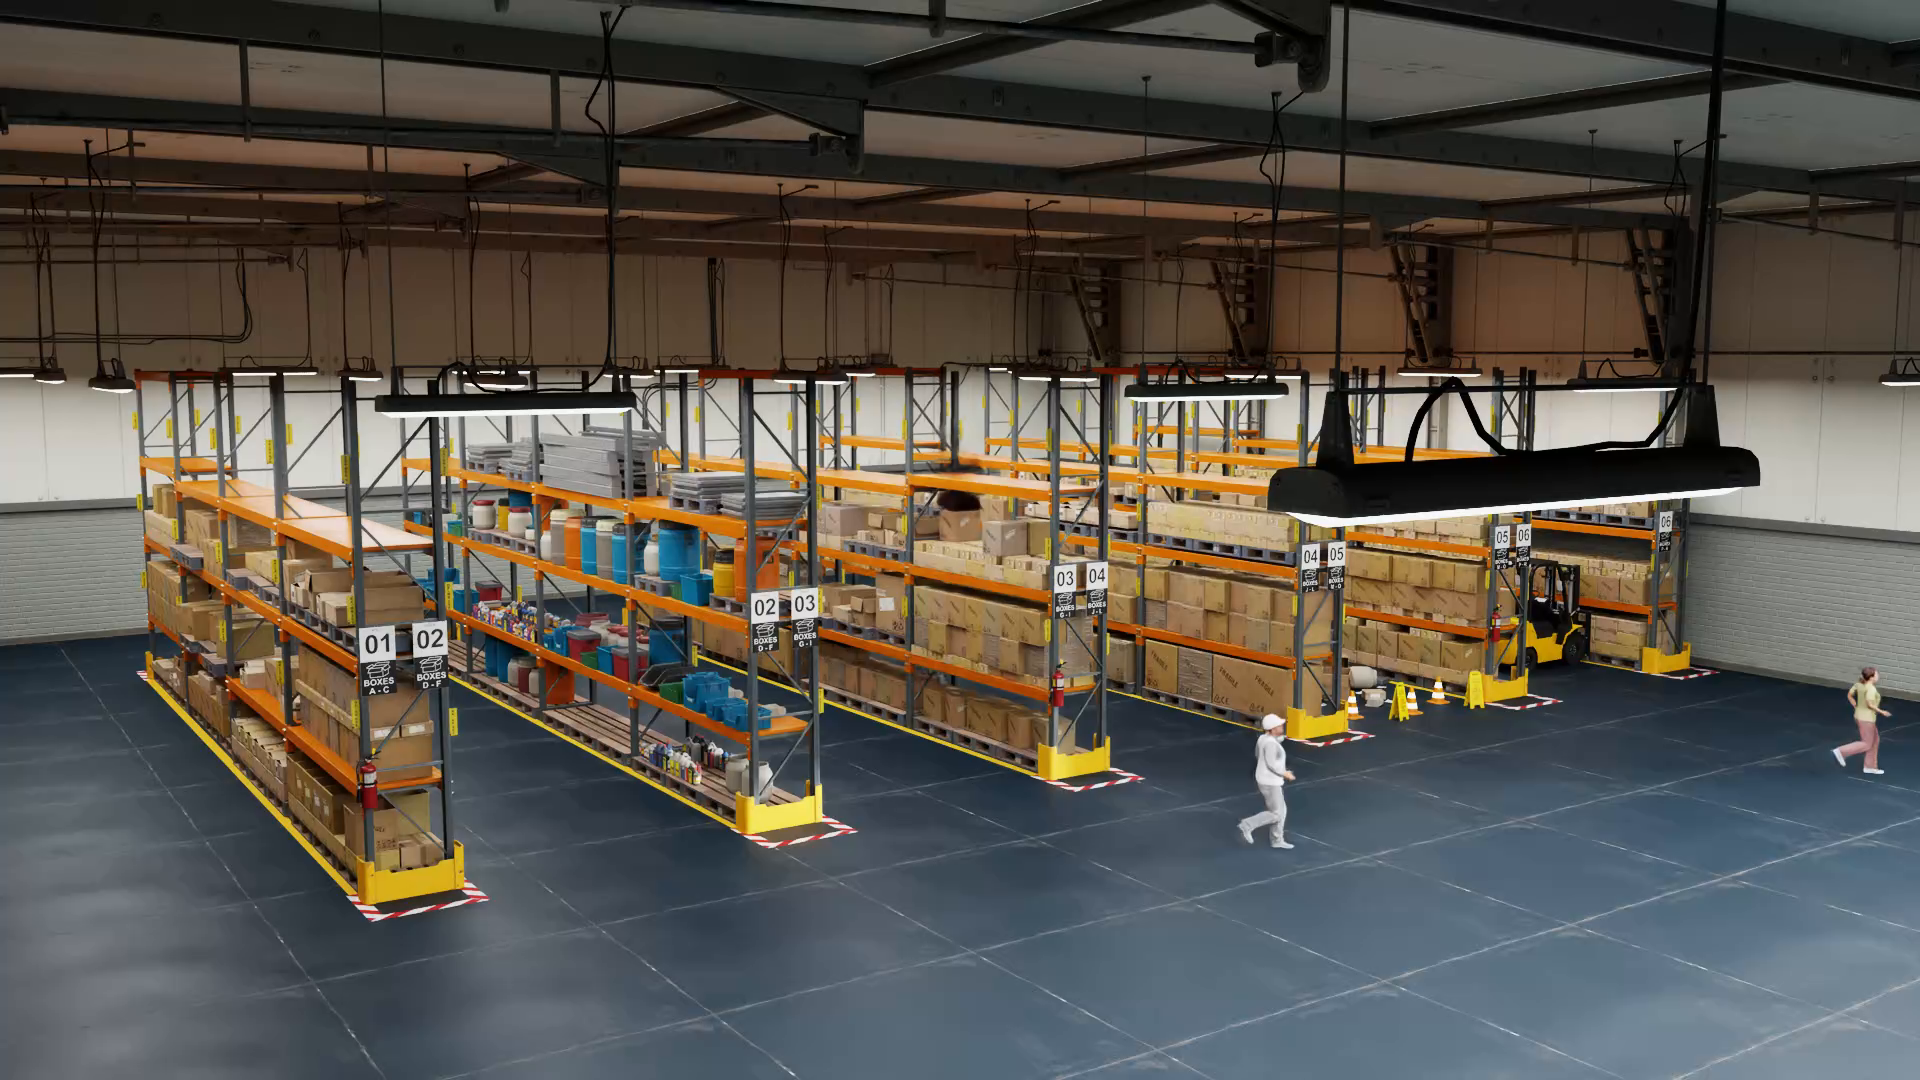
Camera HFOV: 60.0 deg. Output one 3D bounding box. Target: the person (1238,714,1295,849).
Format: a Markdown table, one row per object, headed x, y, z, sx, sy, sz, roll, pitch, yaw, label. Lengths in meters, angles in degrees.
| x | y | z | sx | sy | sz | roll | pitch | yaw | label |
| --- | --- | --- | --- | --- | --- | --- | --- | --- | --- |
| 3.905 | 3.086 | 21.224 | 0.758 | 1.764 | 0.668 | 0 | 6 | -2 | person |

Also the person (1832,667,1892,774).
| x | y | z | sx | sy | sz | roll | pitch | yaw | label |
| --- | --- | --- | --- | --- | --- | --- | --- | --- | --- |
| 13.514 | 2.708 | 24.975 | 0.801 | 1.637 | 0.569 | 0 | 6 | 4 | person |

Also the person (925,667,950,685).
| x | y | z | sx | sy | sz | roll | pitch | yaw | label |
| --- | --- | --- | --- | --- | --- | --- | --- | --- | --- |
| -0.463 | 1.903 | 31.782 | 0.630 | 1.684 | 0.824 | -5 | 8 | -38 | person |
